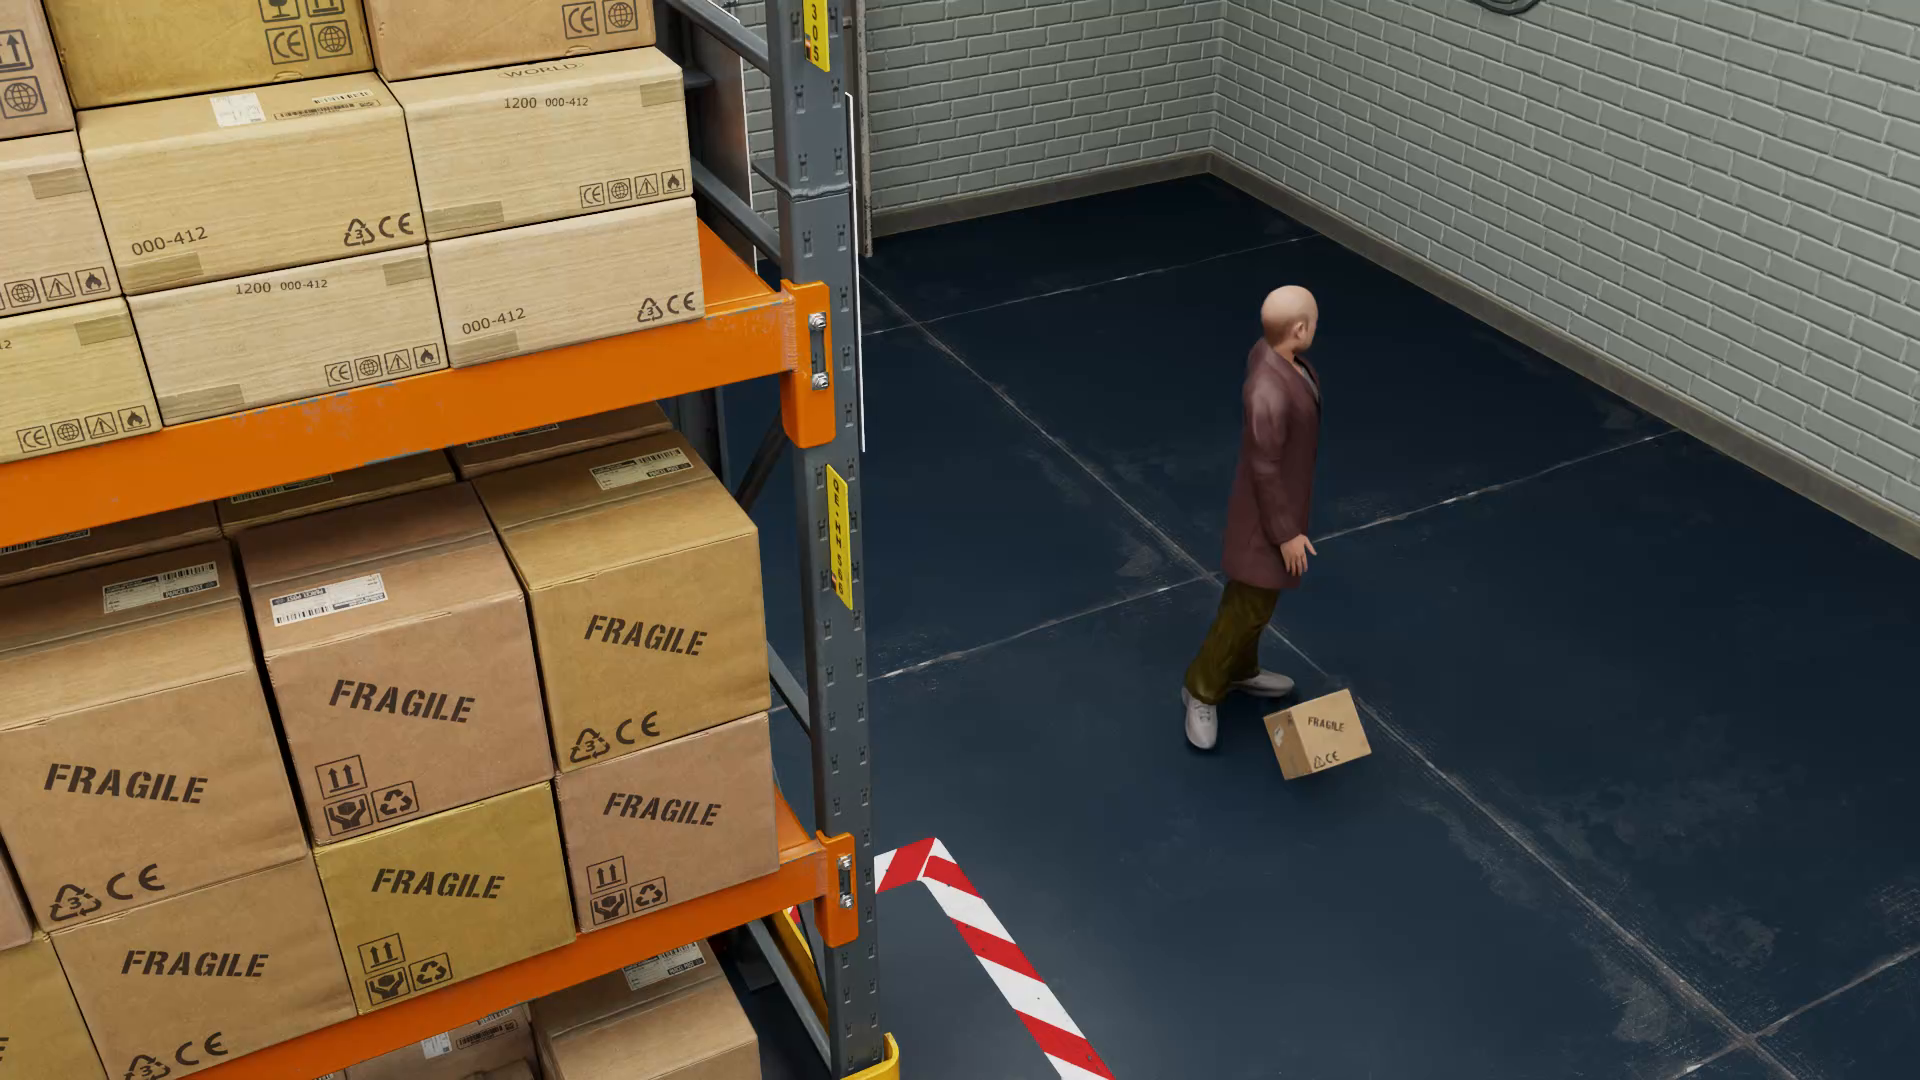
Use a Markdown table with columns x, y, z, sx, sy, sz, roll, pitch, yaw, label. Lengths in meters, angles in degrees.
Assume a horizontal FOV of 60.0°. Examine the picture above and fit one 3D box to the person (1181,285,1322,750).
| x | y | z | sx | sy | sz | roll | pitch | yaw | label |
| --- | --- | --- | --- | --- | --- | --- | --- | --- | --- |
| 1.131 | -0.092 | 6.264 | 0.459 | 1.777 | 0.730 | 9 | 34 | 13 | person |
